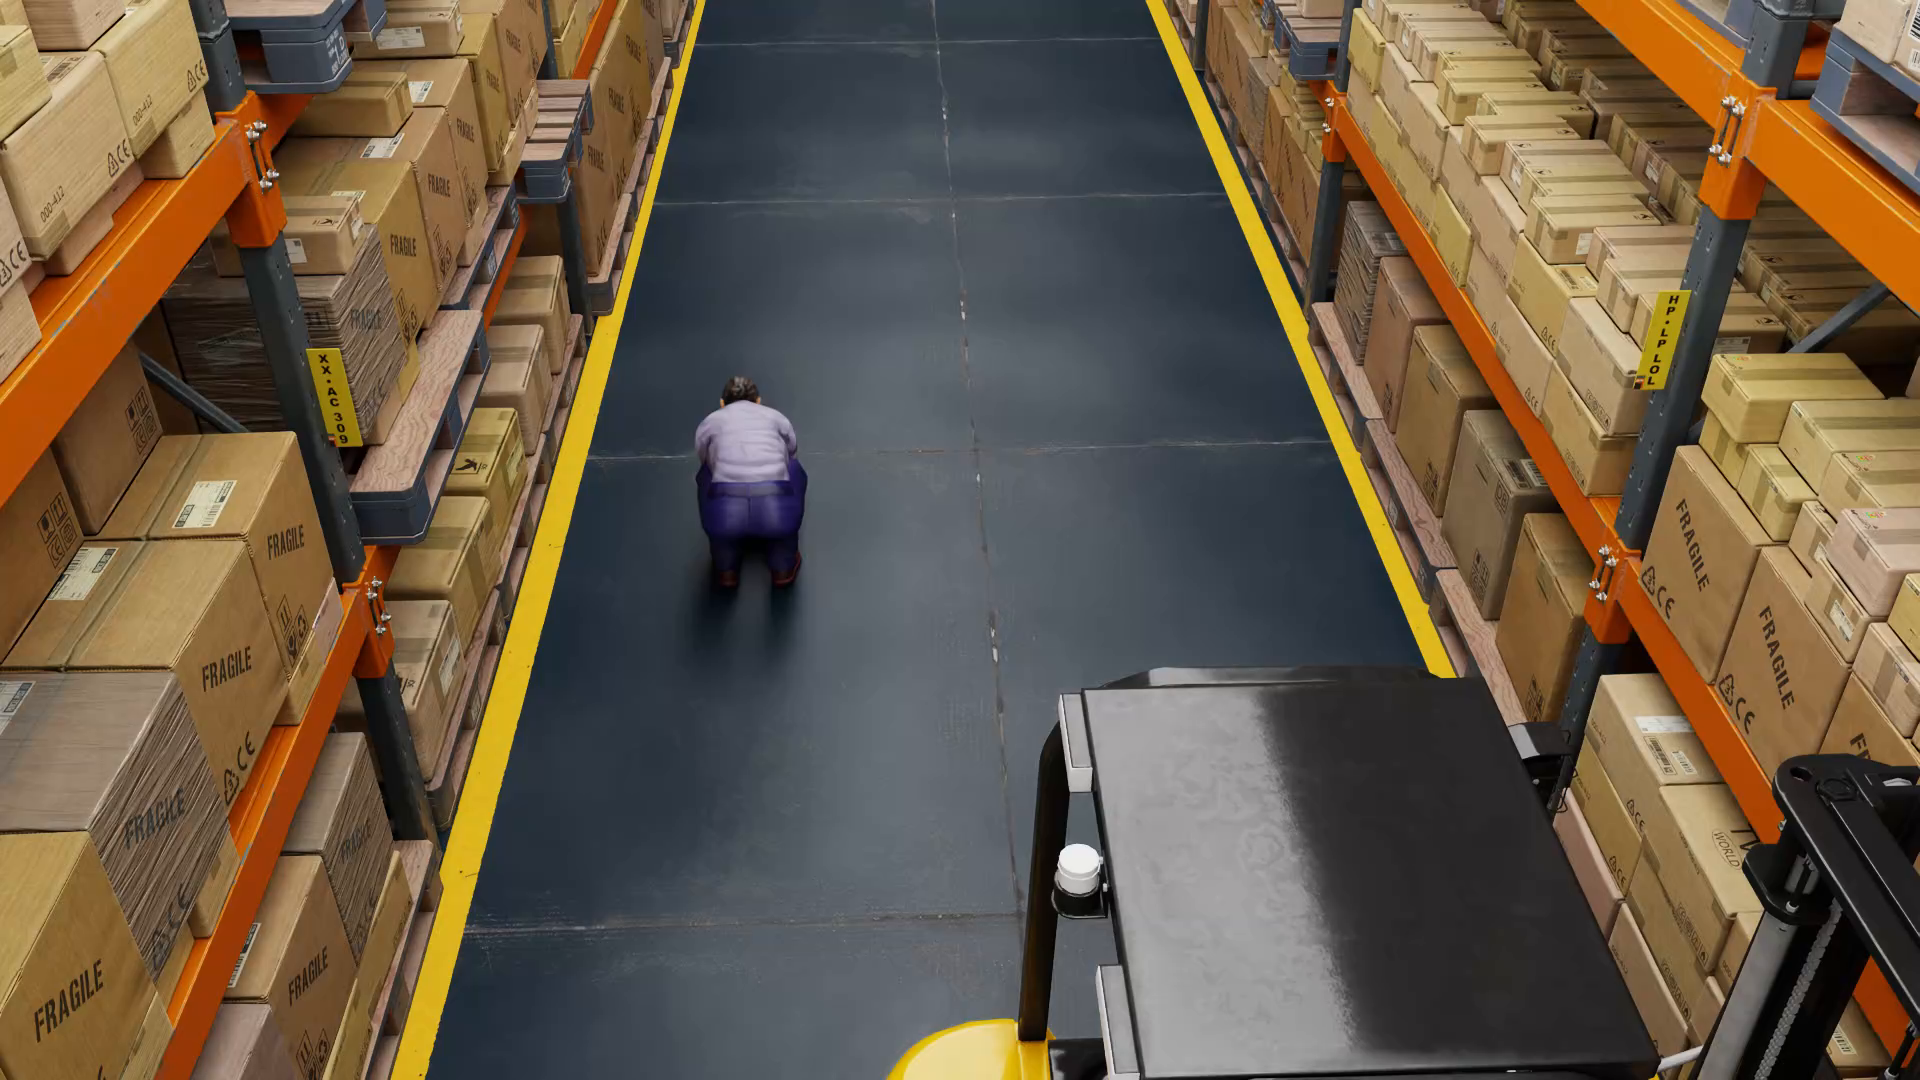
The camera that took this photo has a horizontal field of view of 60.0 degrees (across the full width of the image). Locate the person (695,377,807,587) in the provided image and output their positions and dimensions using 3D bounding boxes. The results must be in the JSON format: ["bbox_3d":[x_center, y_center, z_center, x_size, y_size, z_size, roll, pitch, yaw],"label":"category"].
[{"bbox_3d":[-0.913,-0.217,7.266,0.490,0.758,0.875,-2,36,-3],"label":"person"}]
